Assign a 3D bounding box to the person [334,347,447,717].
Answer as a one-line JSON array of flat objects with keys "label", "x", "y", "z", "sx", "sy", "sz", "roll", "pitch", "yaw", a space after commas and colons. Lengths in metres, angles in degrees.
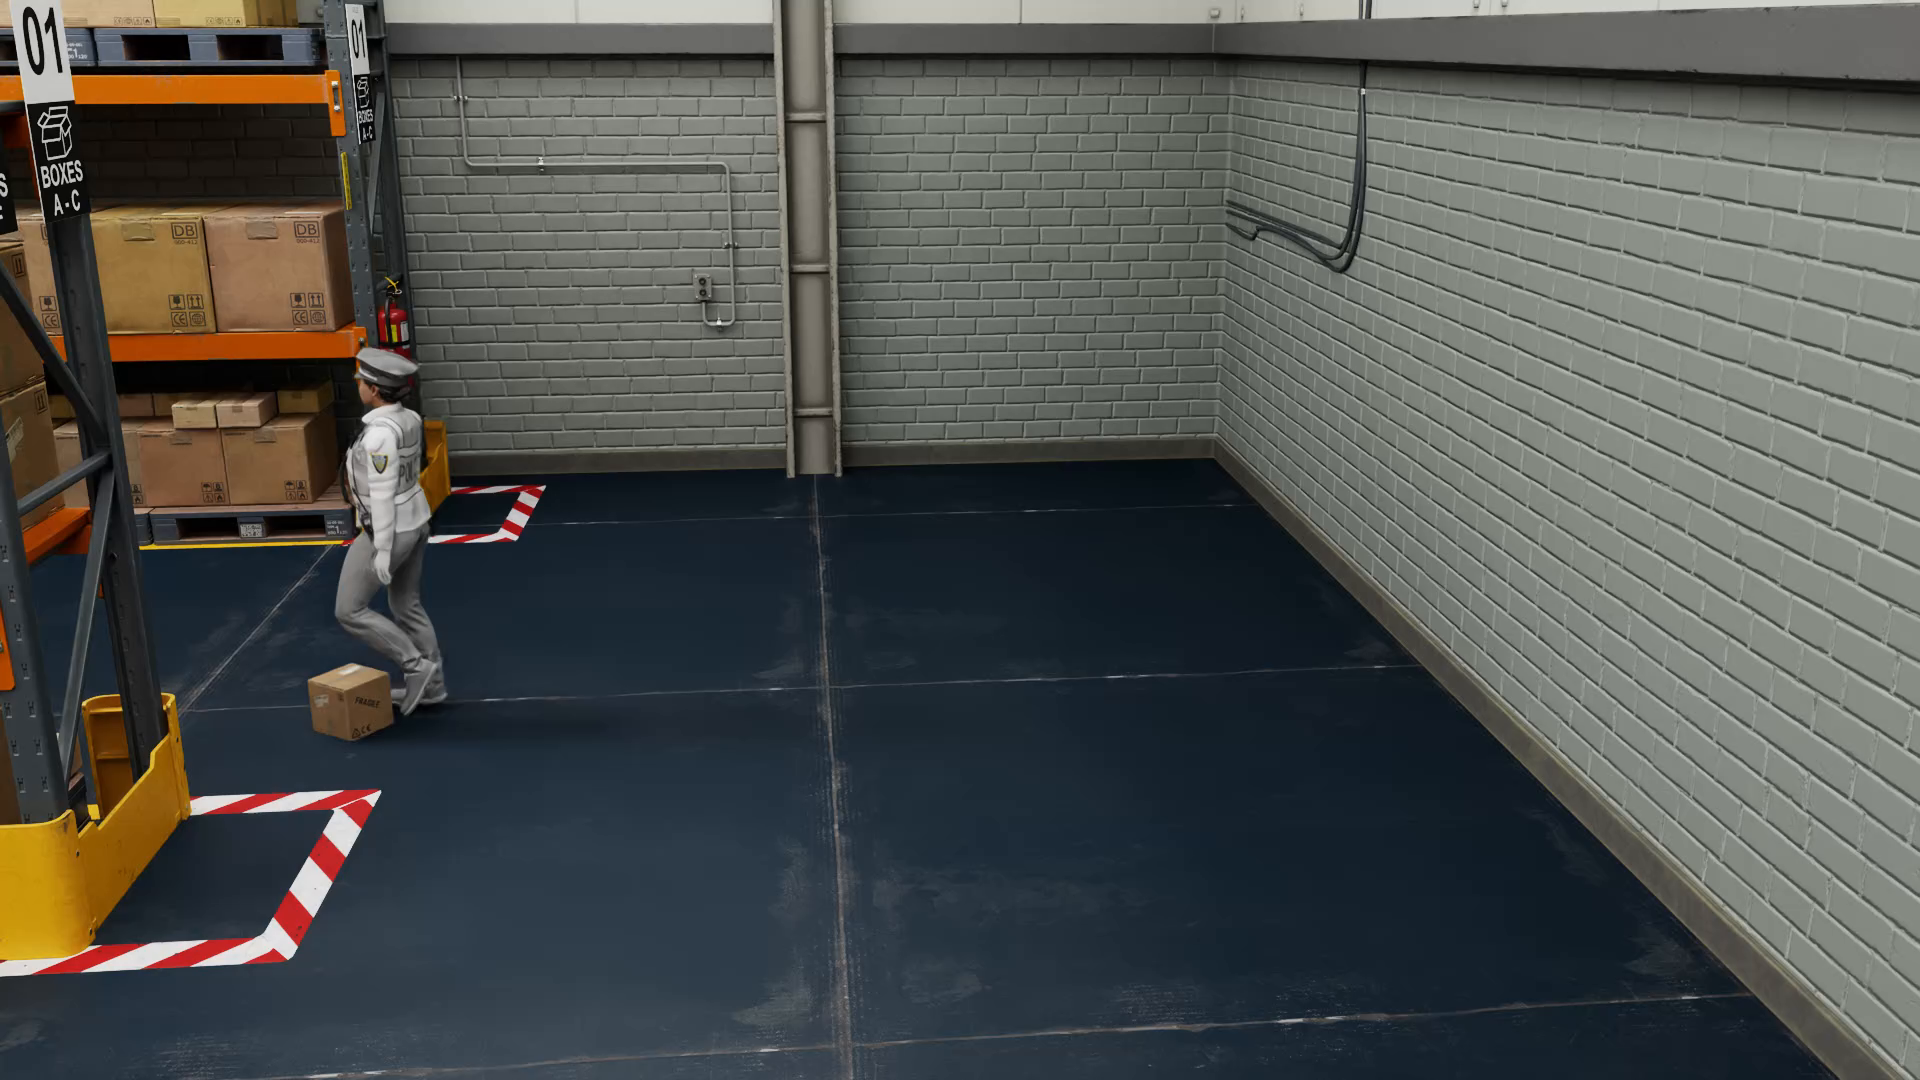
[{"label": "person", "x": -2.589, "y": -0.032, "z": 7.506, "sx": 0.417, "sy": 1.689, "sz": 0.516, "roll": 1, "pitch": 17, "yaw": 3}]
